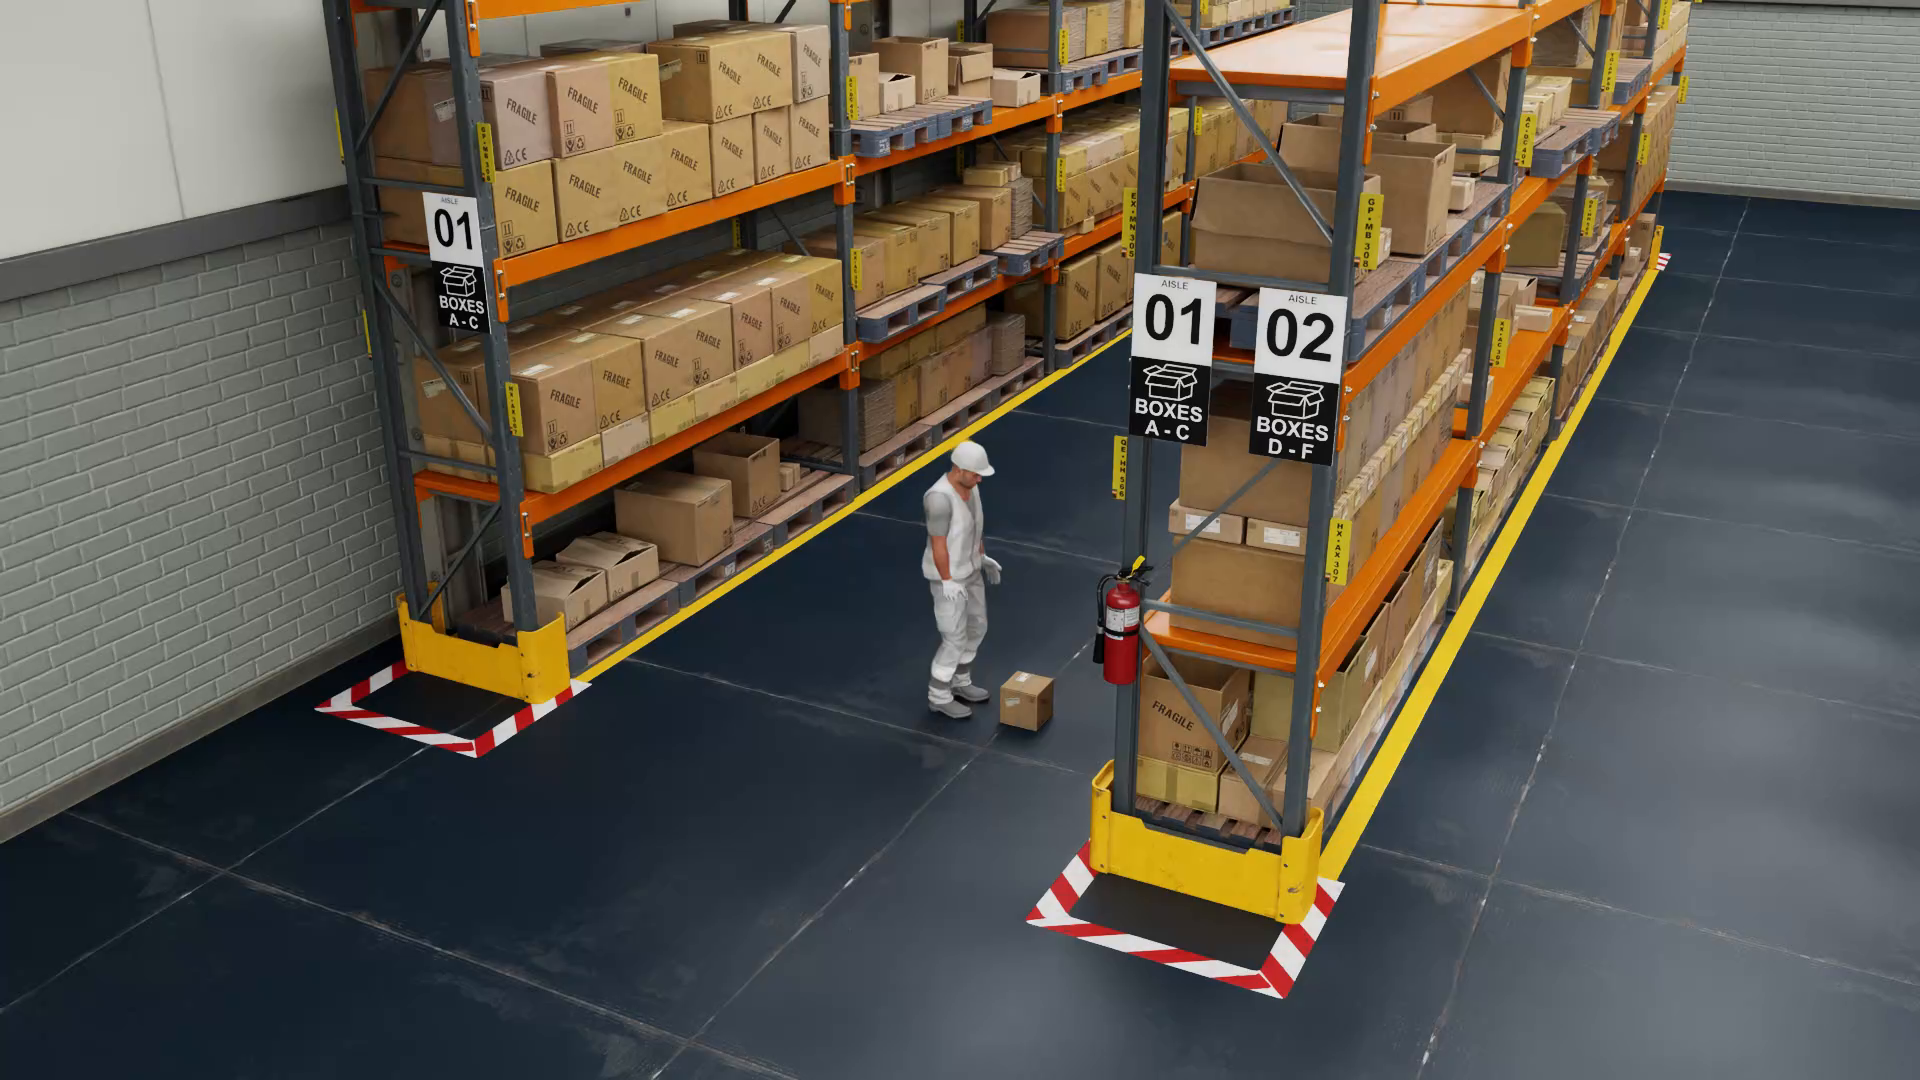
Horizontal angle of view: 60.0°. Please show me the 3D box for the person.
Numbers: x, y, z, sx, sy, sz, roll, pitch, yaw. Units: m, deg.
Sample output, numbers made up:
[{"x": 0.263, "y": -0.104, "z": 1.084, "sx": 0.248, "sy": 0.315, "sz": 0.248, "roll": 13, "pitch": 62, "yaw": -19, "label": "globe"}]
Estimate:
[{"x": 0.008, "y": 0.218, "z": 10.241, "sx": 0.414, "sy": 1.757, "sz": 0.536, "roll": 12, "pitch": 25, "yaw": 26, "label": "person"}]
